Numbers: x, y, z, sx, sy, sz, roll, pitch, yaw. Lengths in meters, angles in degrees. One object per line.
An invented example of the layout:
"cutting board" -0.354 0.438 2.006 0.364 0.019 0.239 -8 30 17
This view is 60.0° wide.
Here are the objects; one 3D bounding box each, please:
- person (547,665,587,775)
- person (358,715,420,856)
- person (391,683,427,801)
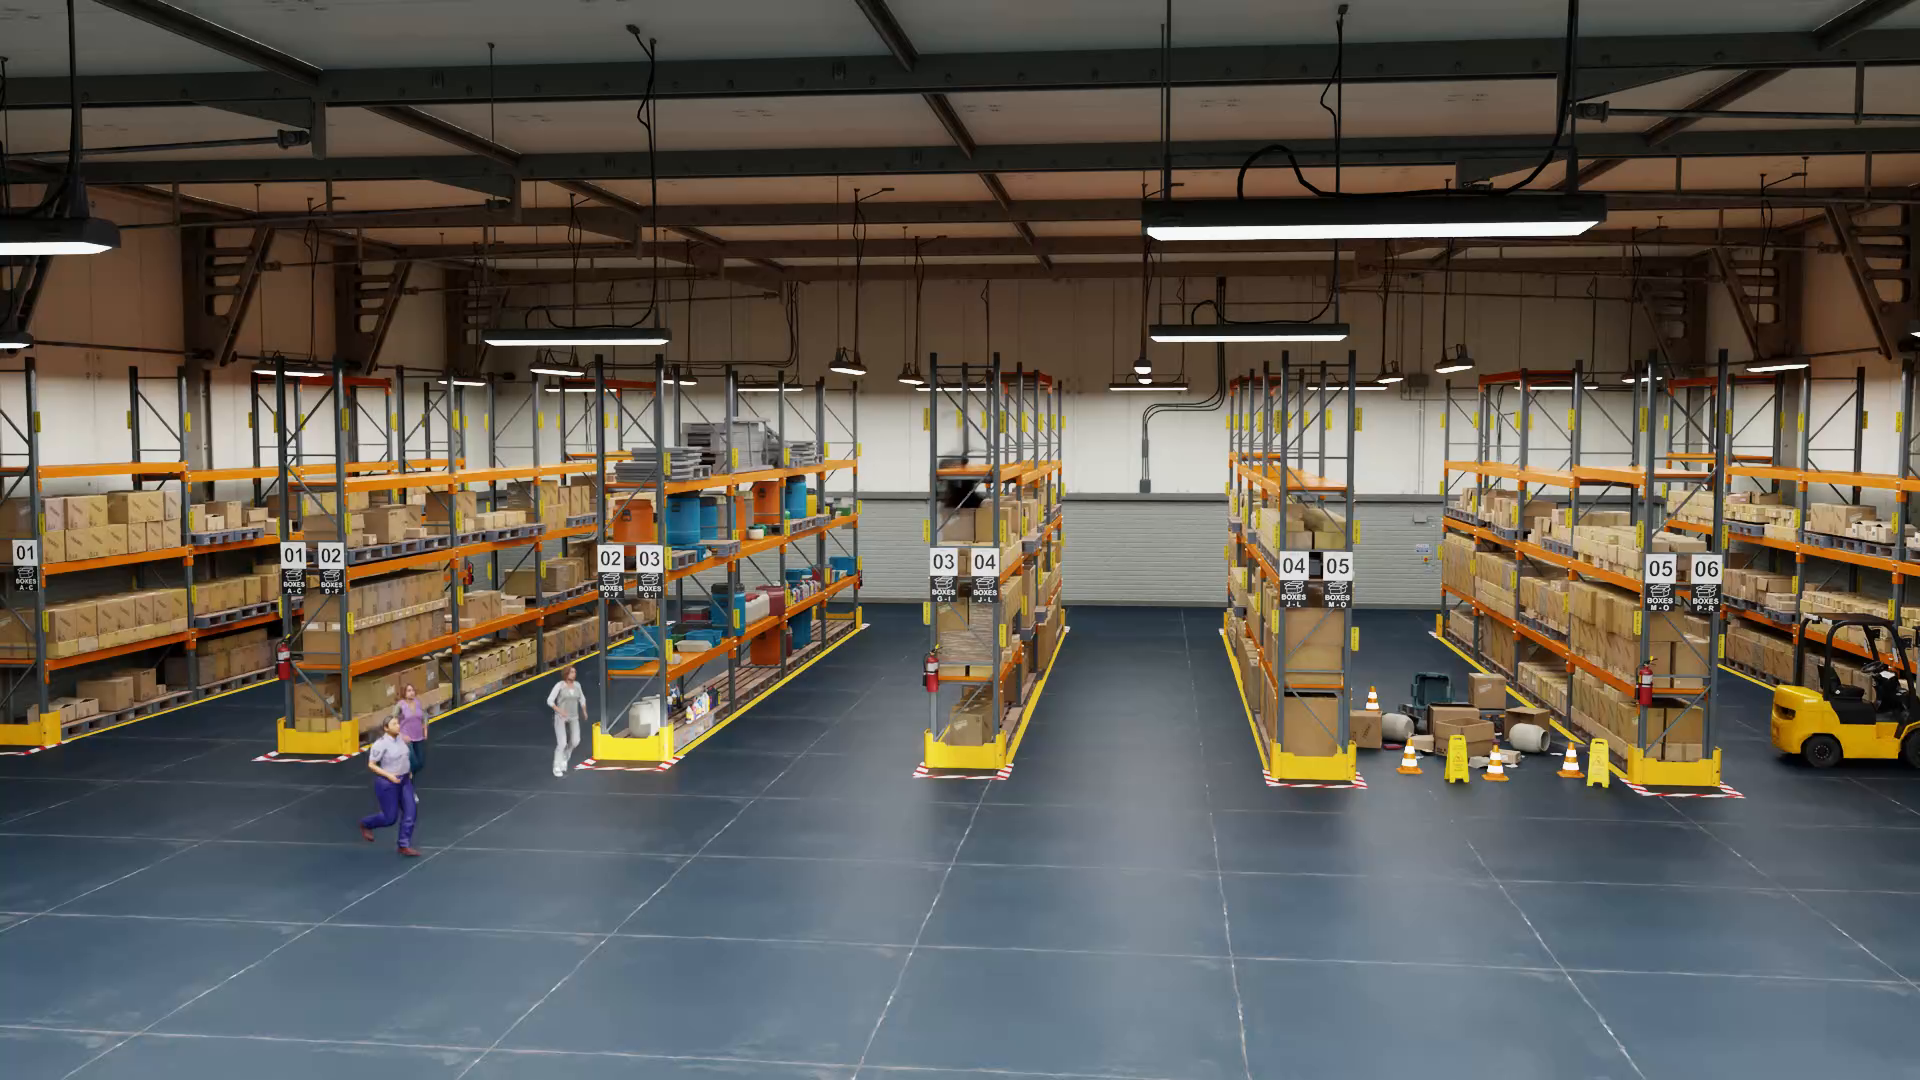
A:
"person" -5.548 2.537 23.610 0.618 1.509 0.491 -3 5 -37
"person" -6.615 2.842 19.306 0.765 1.628 0.612 2 4 23
"person" -7.347 2.669 22.110 0.606 1.576 0.556 3 5 40
